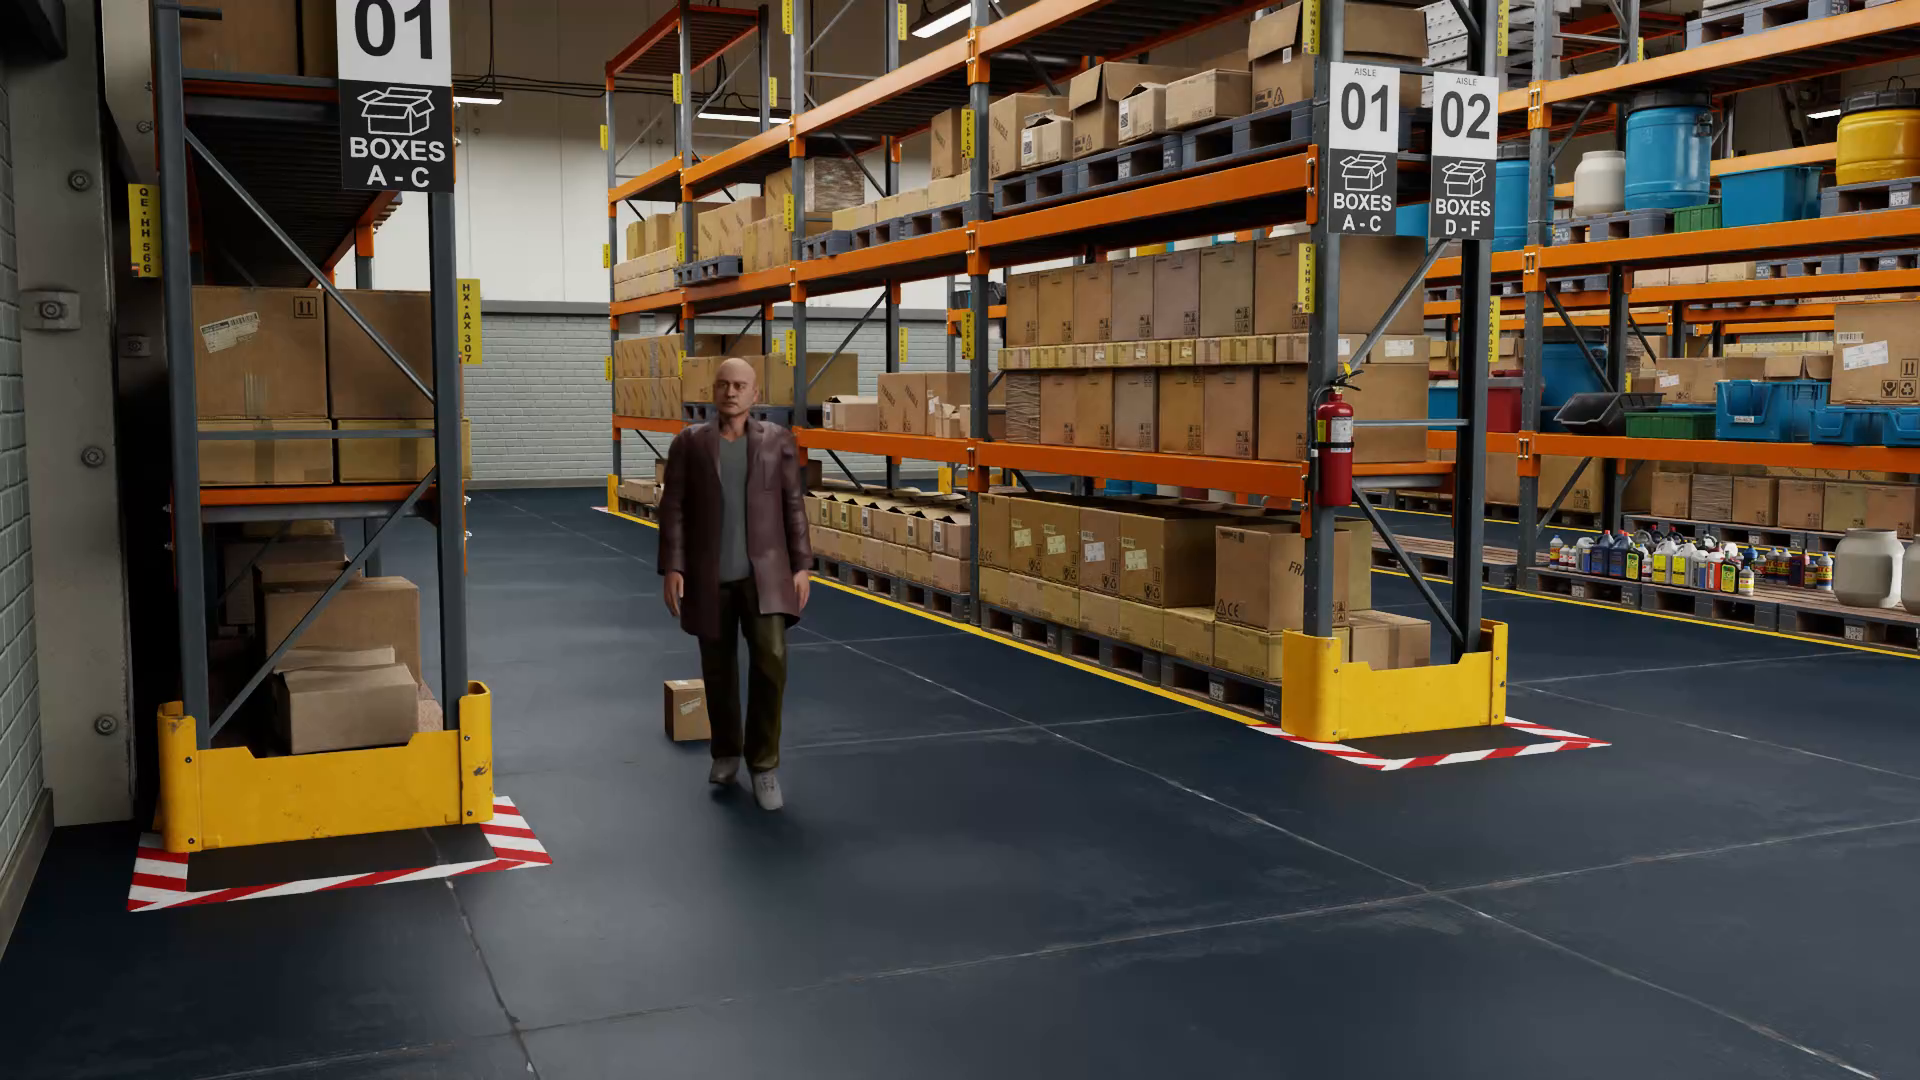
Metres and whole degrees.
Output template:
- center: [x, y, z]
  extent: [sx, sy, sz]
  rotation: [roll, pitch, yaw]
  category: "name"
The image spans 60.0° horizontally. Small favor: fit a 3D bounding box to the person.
- center: [-0.919, 0.178, 6.849]
  extent: [0.631, 1.842, 0.579]
  rotation: [0, 5, -3]
  category: "person"
